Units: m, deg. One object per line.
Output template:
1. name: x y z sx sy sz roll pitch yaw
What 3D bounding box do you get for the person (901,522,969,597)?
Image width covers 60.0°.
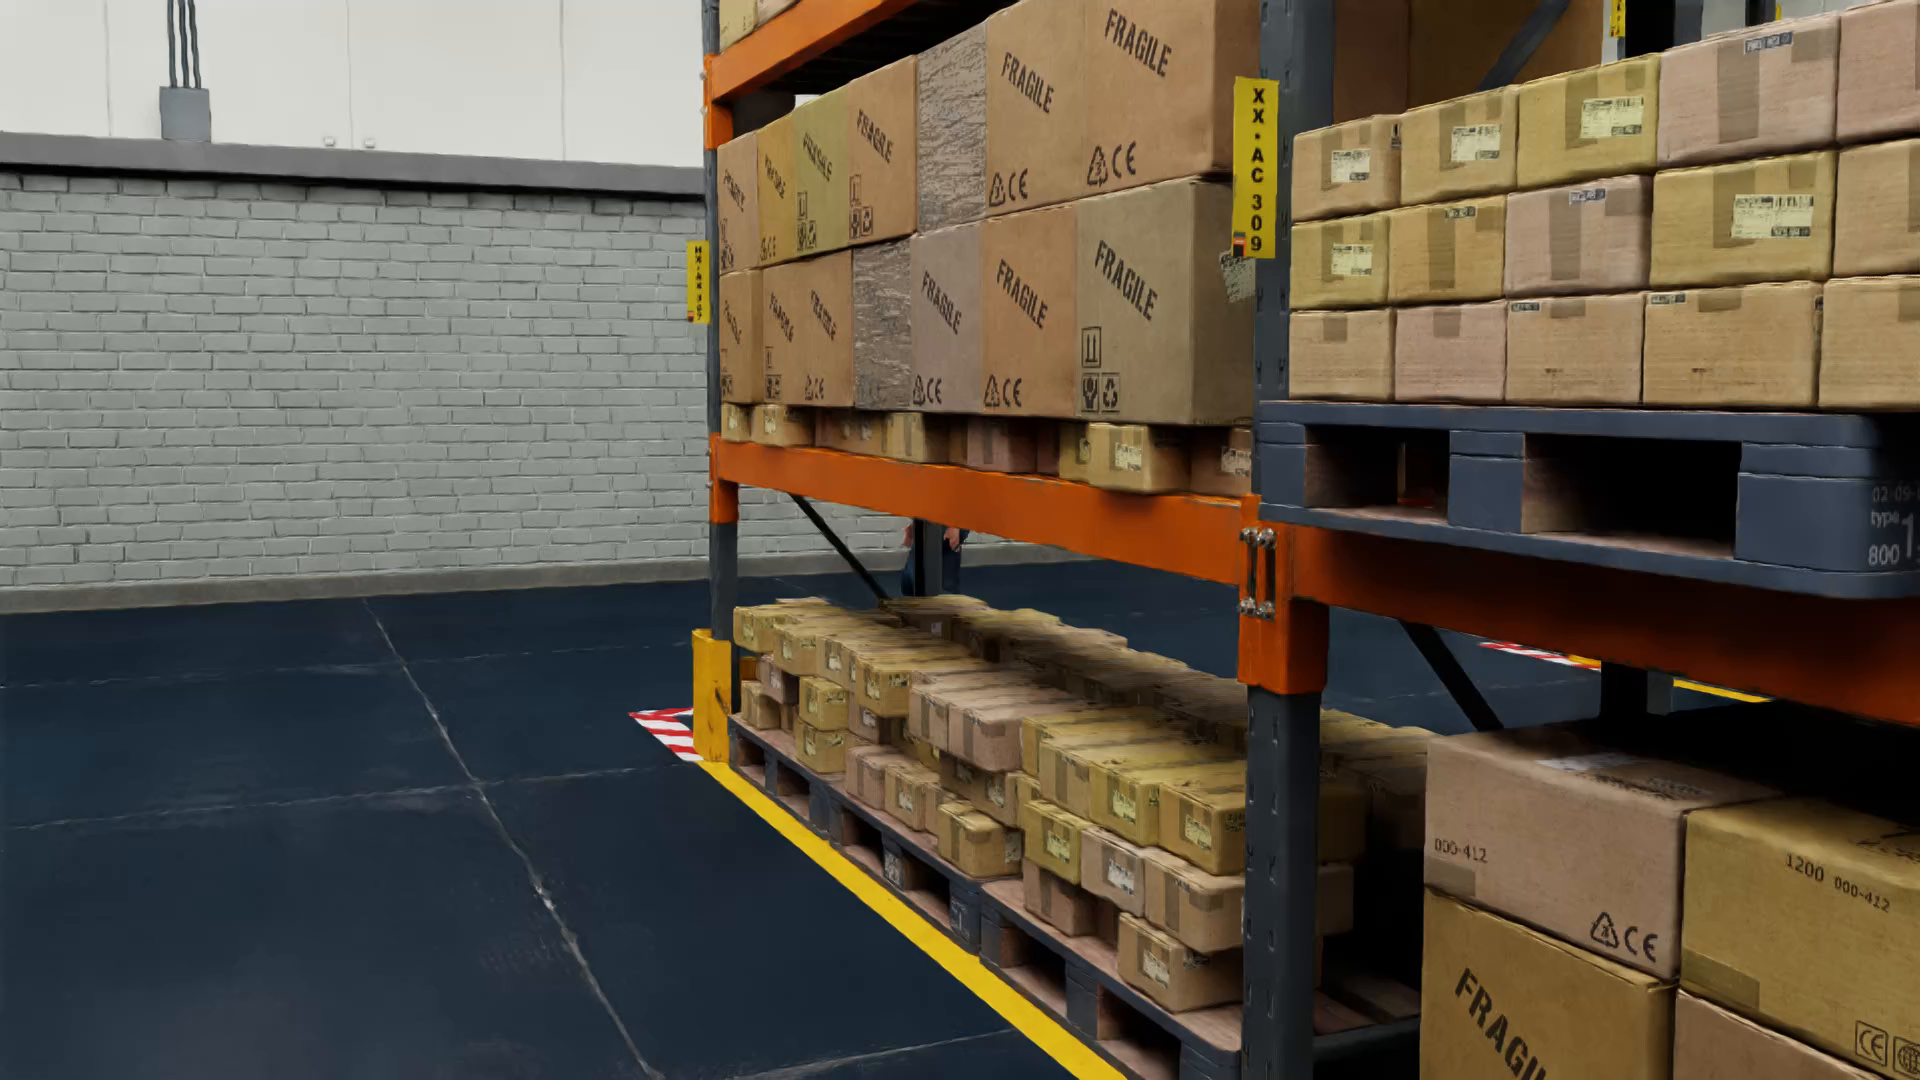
1. person: -0.064 -0.057 8.272 0.459 1.551 0.570 0 6 2
